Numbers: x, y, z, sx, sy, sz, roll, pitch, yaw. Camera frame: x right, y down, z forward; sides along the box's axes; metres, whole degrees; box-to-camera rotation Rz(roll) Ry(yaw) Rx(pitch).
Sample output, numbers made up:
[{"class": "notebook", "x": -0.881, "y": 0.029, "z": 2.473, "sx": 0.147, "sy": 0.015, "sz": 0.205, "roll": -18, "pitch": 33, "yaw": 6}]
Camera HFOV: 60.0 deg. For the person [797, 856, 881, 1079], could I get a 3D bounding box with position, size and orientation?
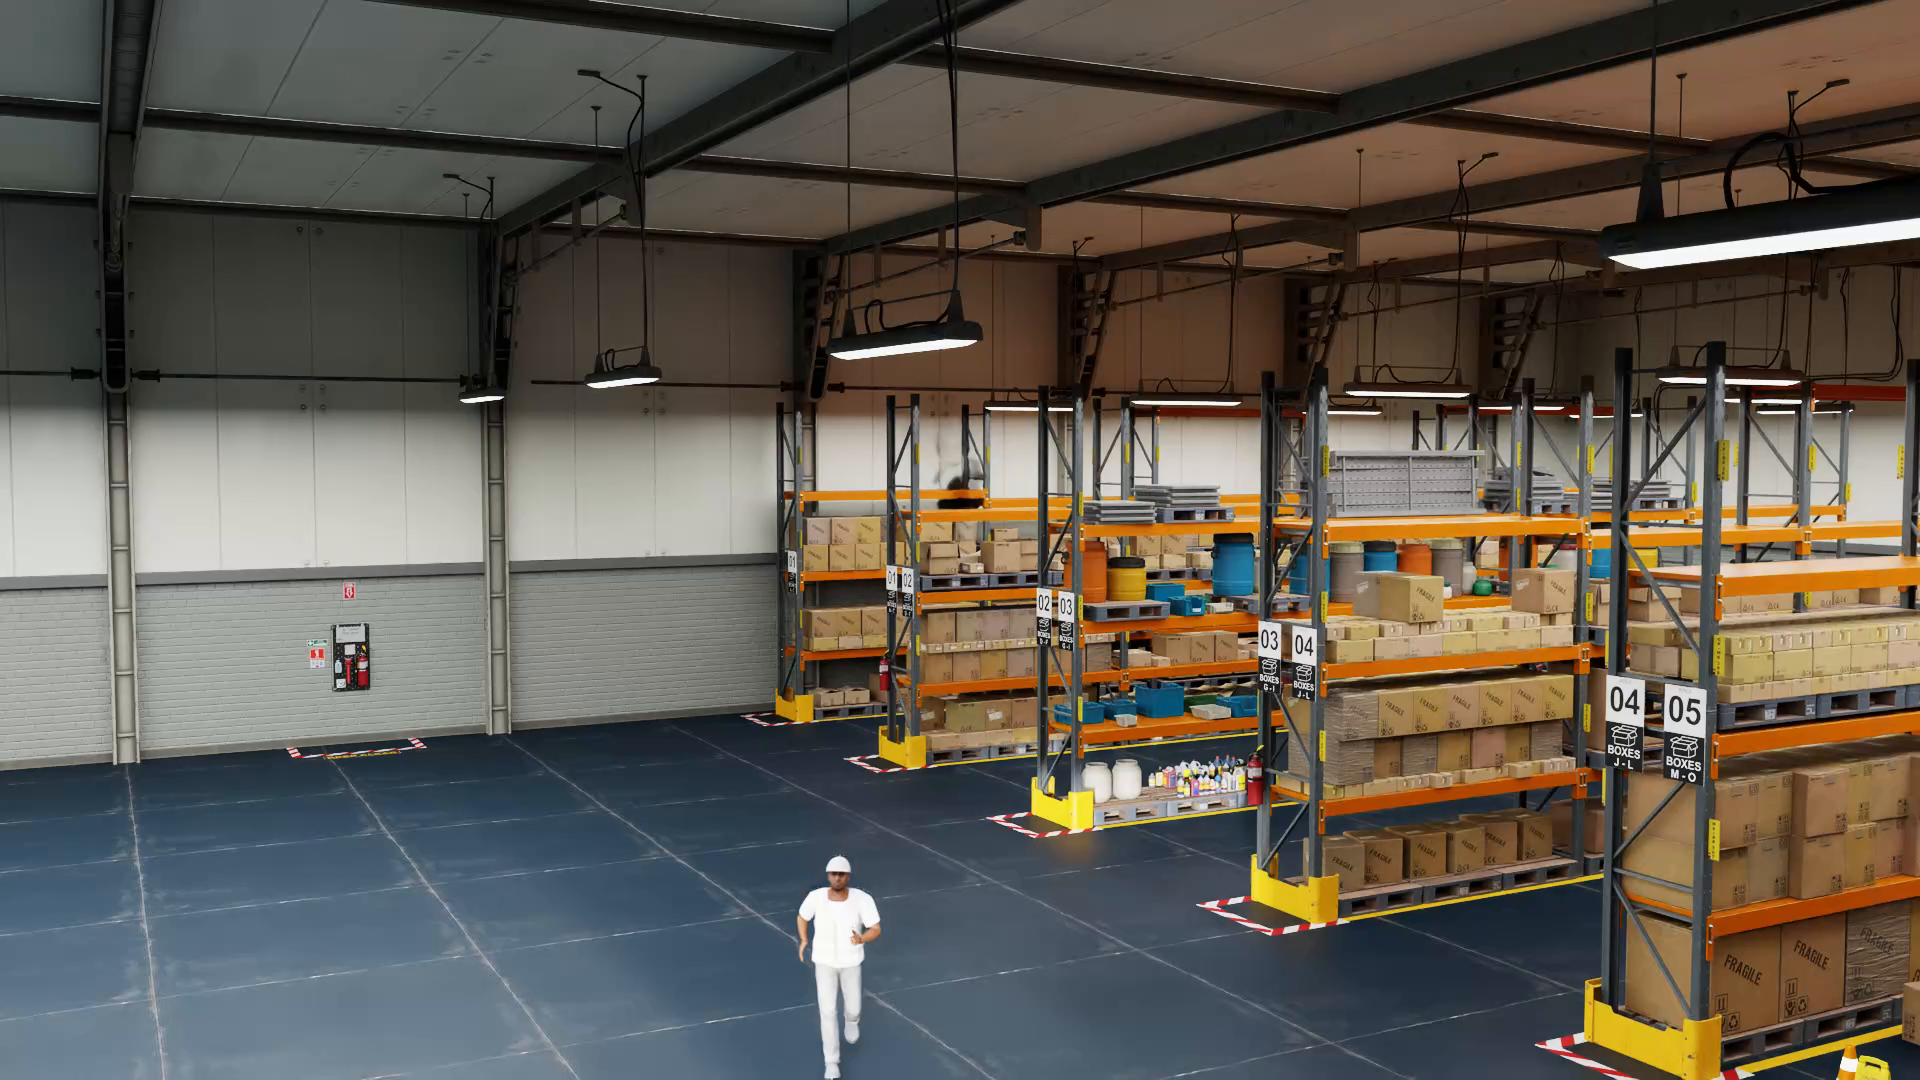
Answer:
[{"class": "person", "x": -1.011, "y": 3.499, "z": 13.827, "sx": 0.712, "sy": 1.747, "sz": 0.932, "roll": 0, "pitch": 3, "yaw": -1}]
